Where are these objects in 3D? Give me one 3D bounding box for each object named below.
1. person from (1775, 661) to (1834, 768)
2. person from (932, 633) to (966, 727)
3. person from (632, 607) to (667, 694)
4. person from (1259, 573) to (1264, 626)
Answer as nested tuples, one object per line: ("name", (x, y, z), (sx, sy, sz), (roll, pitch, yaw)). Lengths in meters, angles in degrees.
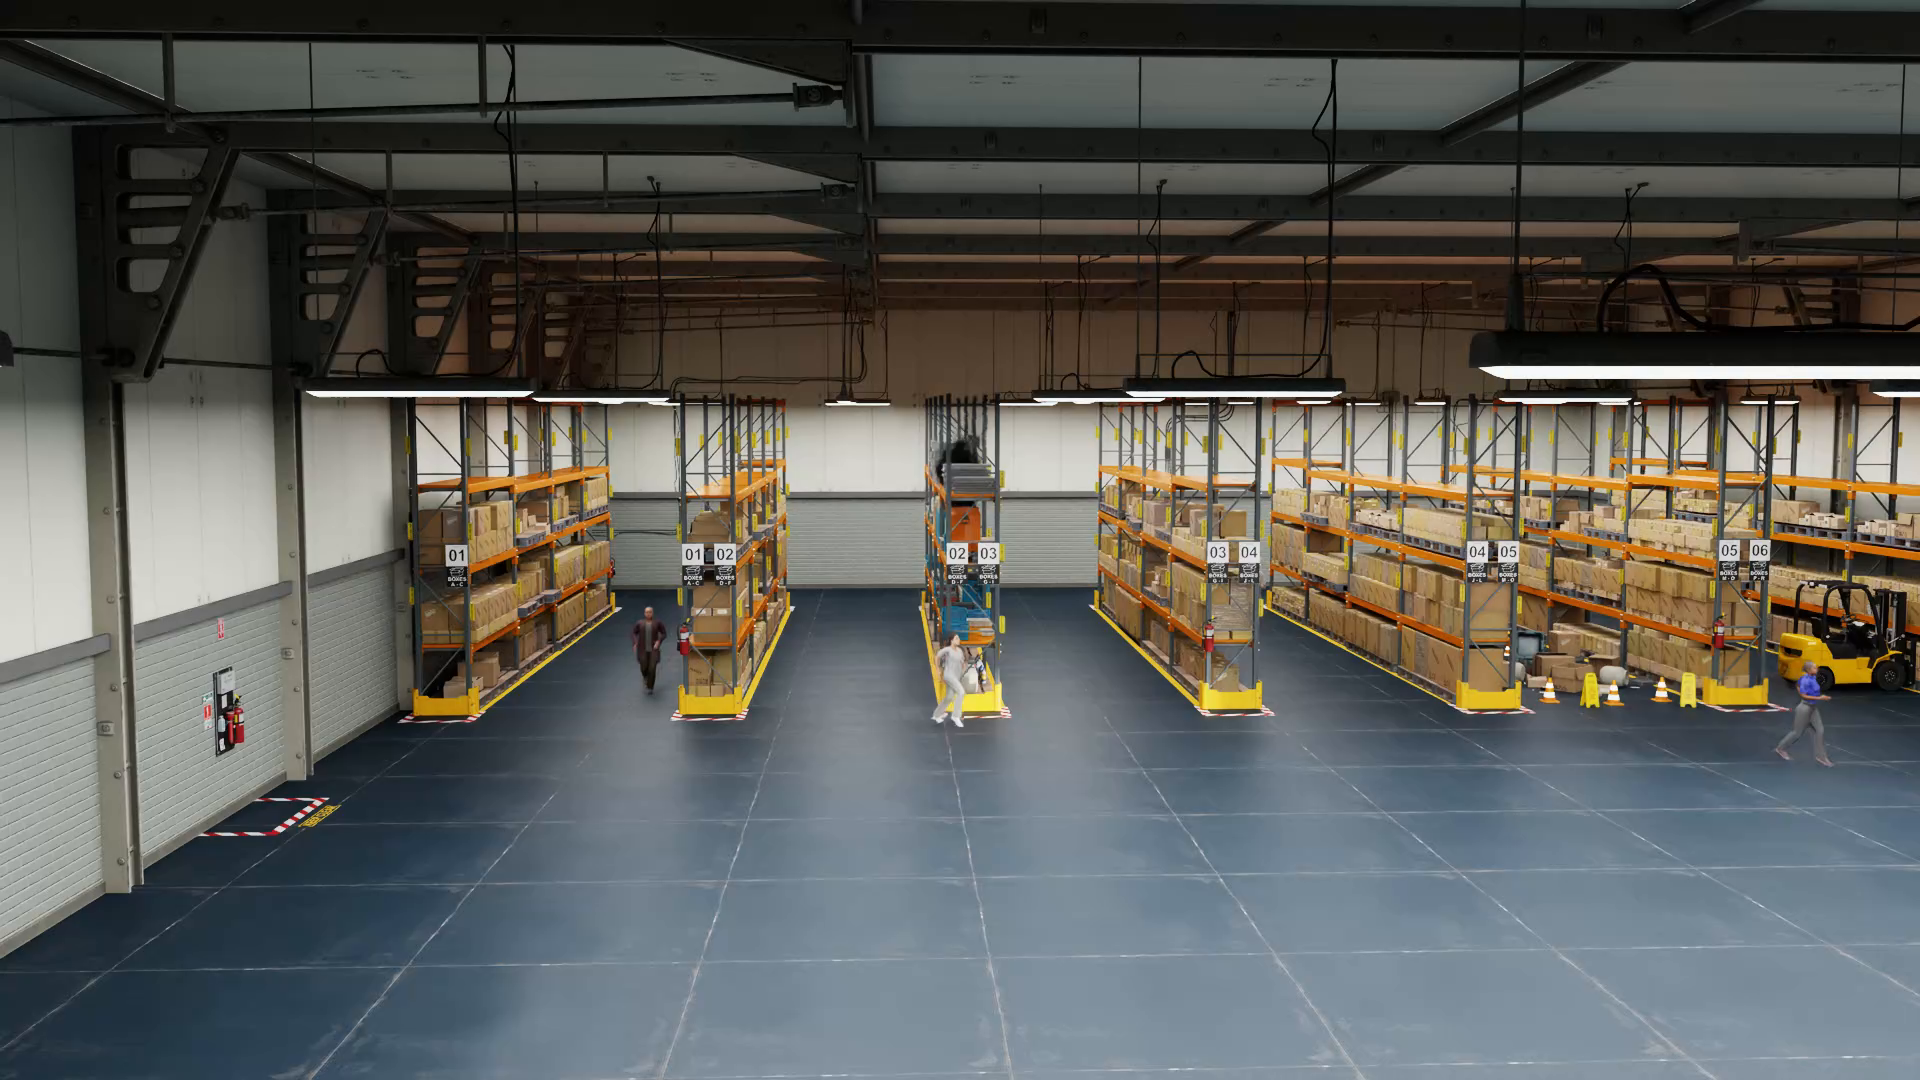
("person", (13.575, 2.775, 26.703), (0.571, 1.694, 0.859), (-4, 6, -44))
("person", (-0.121, 2.510, 30.130), (0.726, 1.653, 0.567), (3, 6, 36))
("person", (-6.263, 2.219, 33.523), (0.709, 1.737, 0.640), (-1, 5, -6))
("person", (7.793, 1.420, 43.874), (0.580, 1.645, 0.924), (-1, 5, -7))
